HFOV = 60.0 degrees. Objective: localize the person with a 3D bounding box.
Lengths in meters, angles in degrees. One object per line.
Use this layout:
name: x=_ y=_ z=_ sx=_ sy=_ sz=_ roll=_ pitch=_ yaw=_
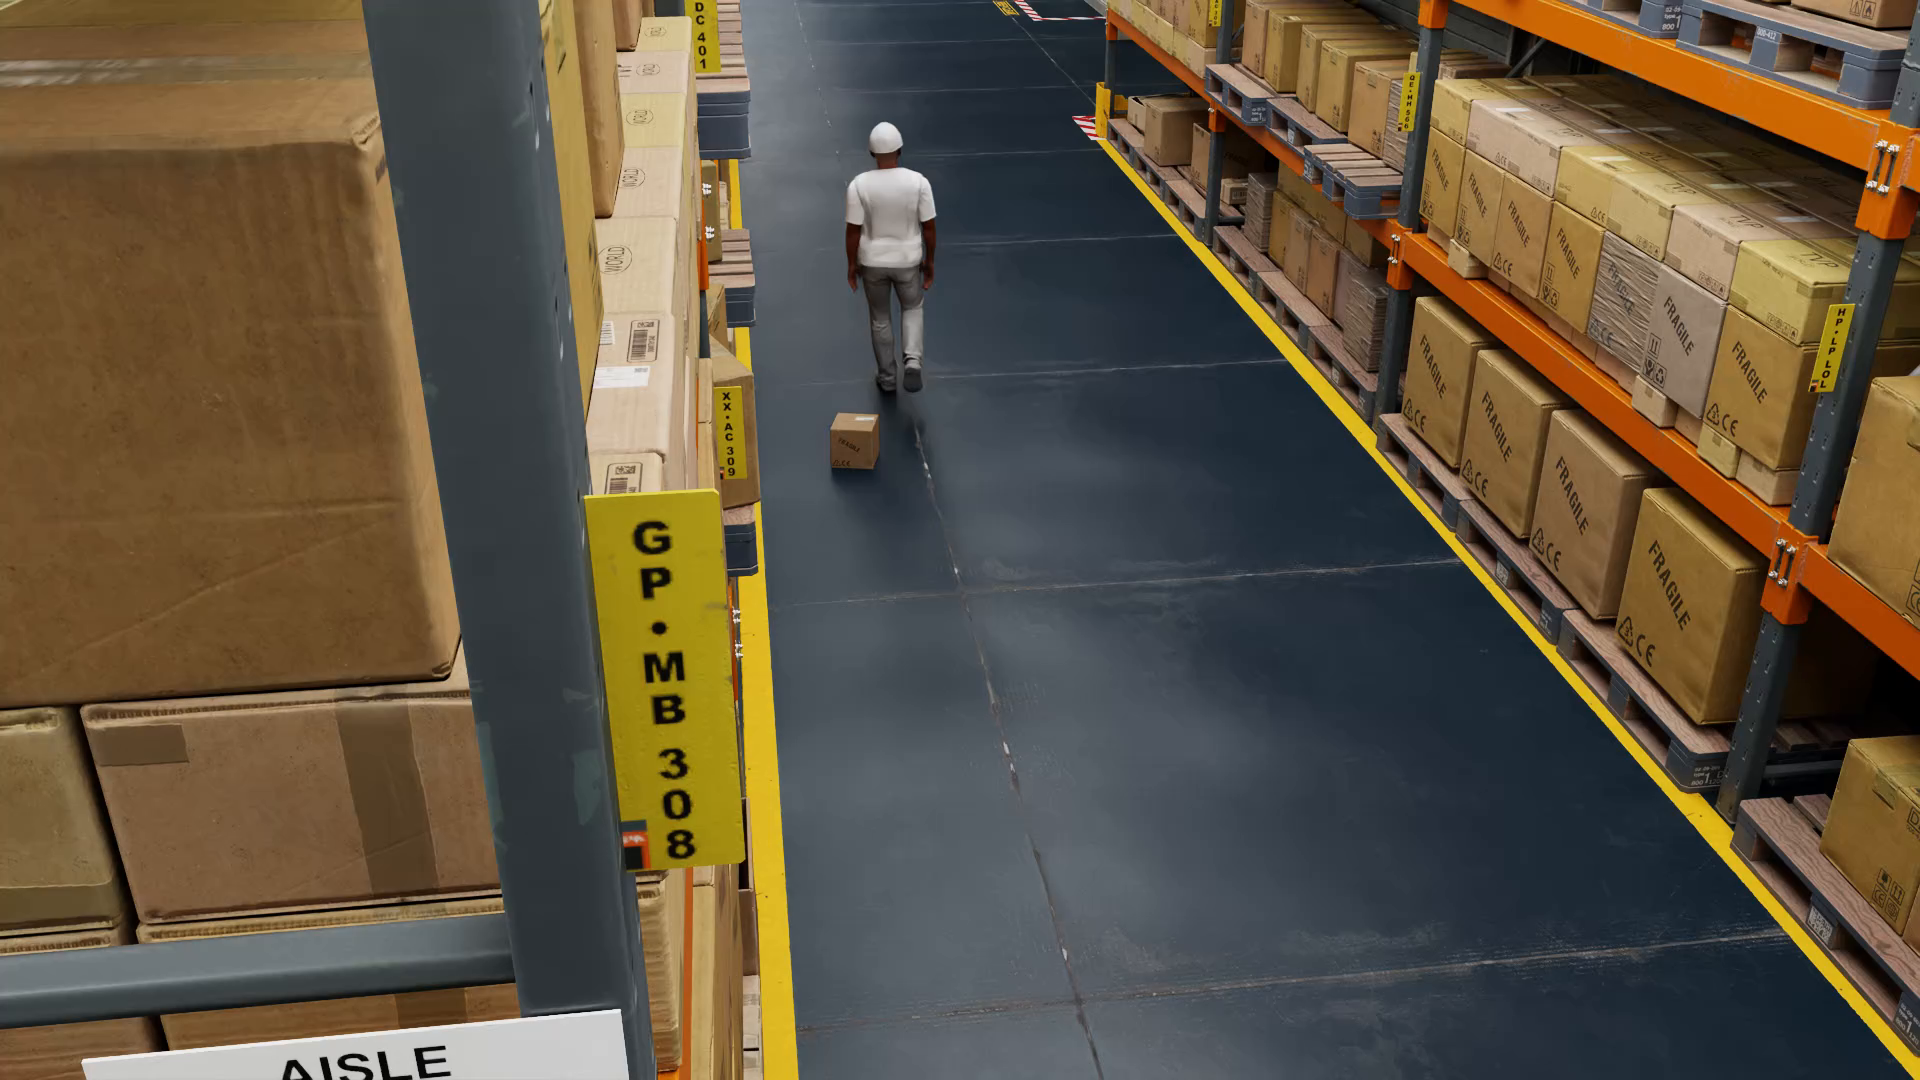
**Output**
person: x=-0.432 y=-1.757 z=10.500 sx=0.569 sy=1.755 sz=0.601 roll=-2 pitch=27 yaw=-4
